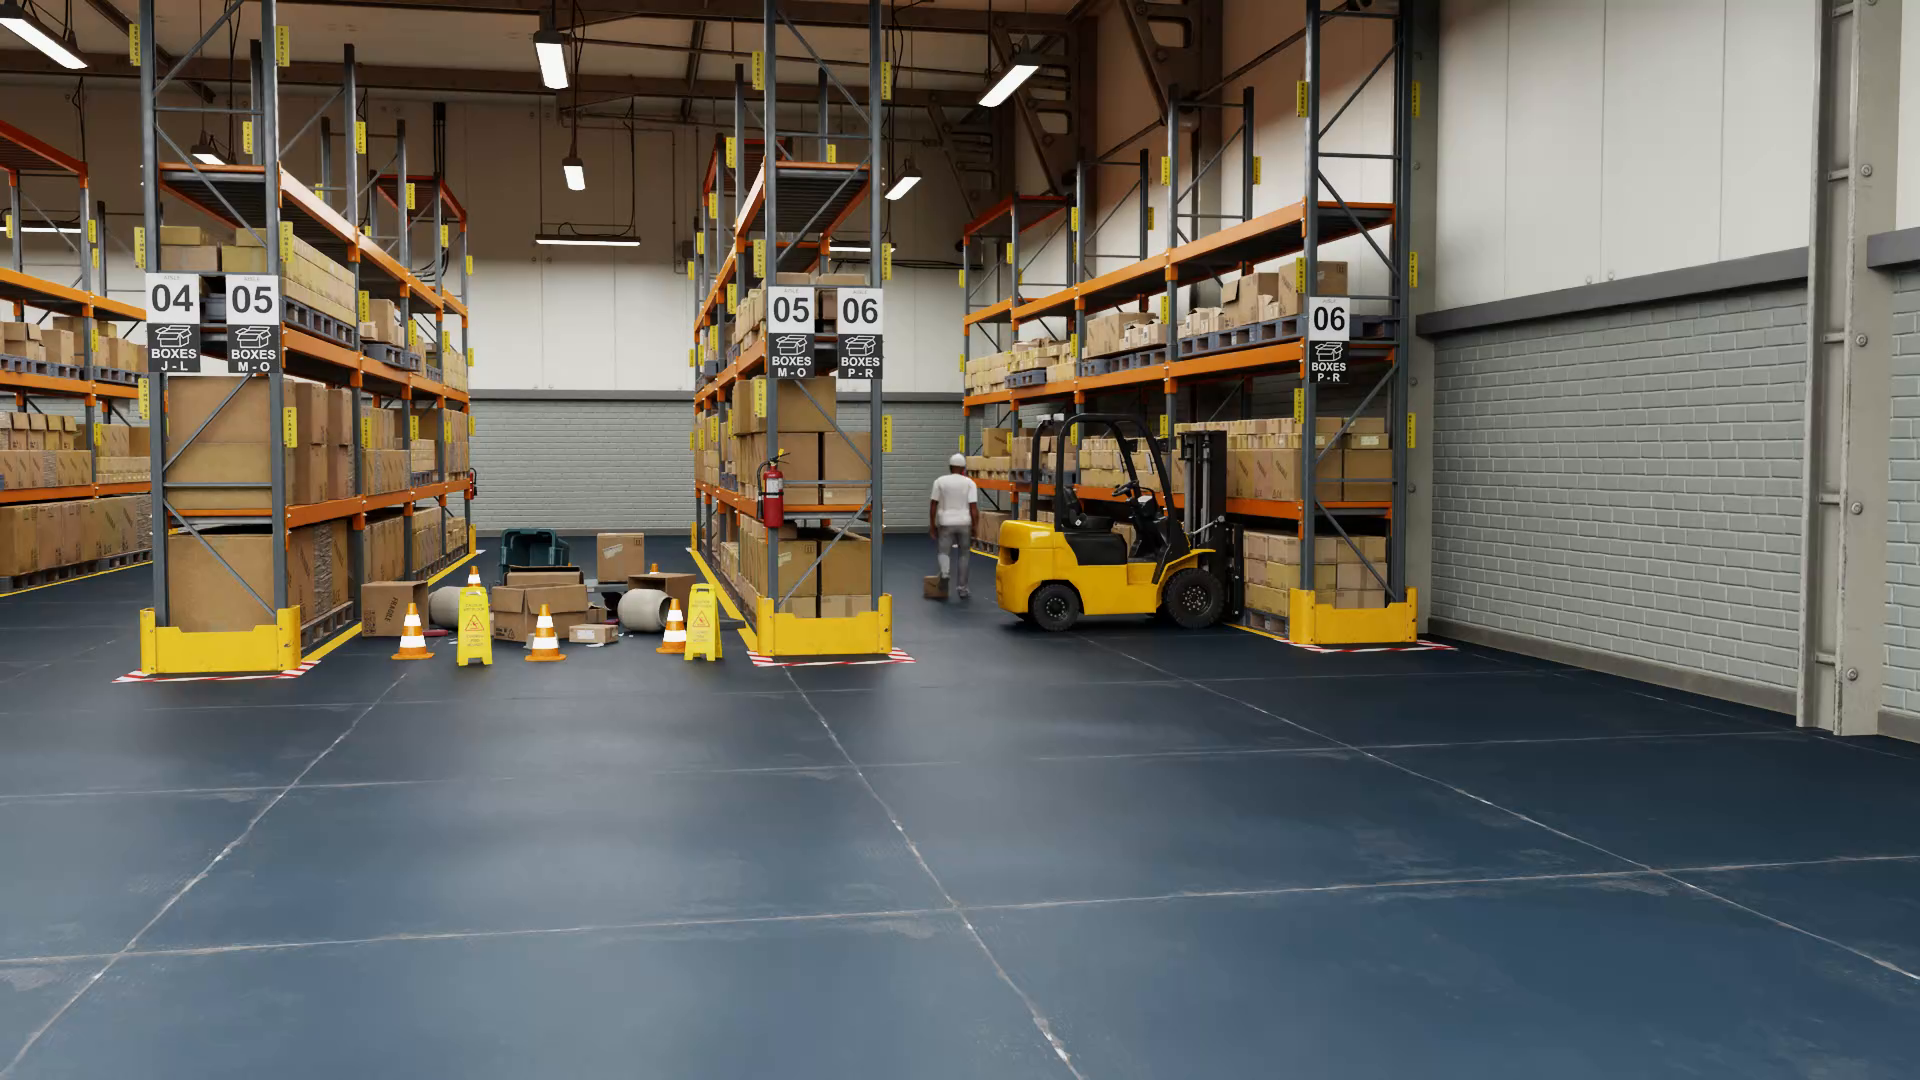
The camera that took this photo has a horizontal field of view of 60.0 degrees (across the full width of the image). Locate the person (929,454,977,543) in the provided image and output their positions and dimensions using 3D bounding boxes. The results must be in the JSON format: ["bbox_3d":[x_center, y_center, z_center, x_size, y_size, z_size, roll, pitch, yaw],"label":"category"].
[{"bbox_3d":[-0.076,-0.511,20.225,0.587,1.082,0.371,0,3,3],"label":"person"}]
